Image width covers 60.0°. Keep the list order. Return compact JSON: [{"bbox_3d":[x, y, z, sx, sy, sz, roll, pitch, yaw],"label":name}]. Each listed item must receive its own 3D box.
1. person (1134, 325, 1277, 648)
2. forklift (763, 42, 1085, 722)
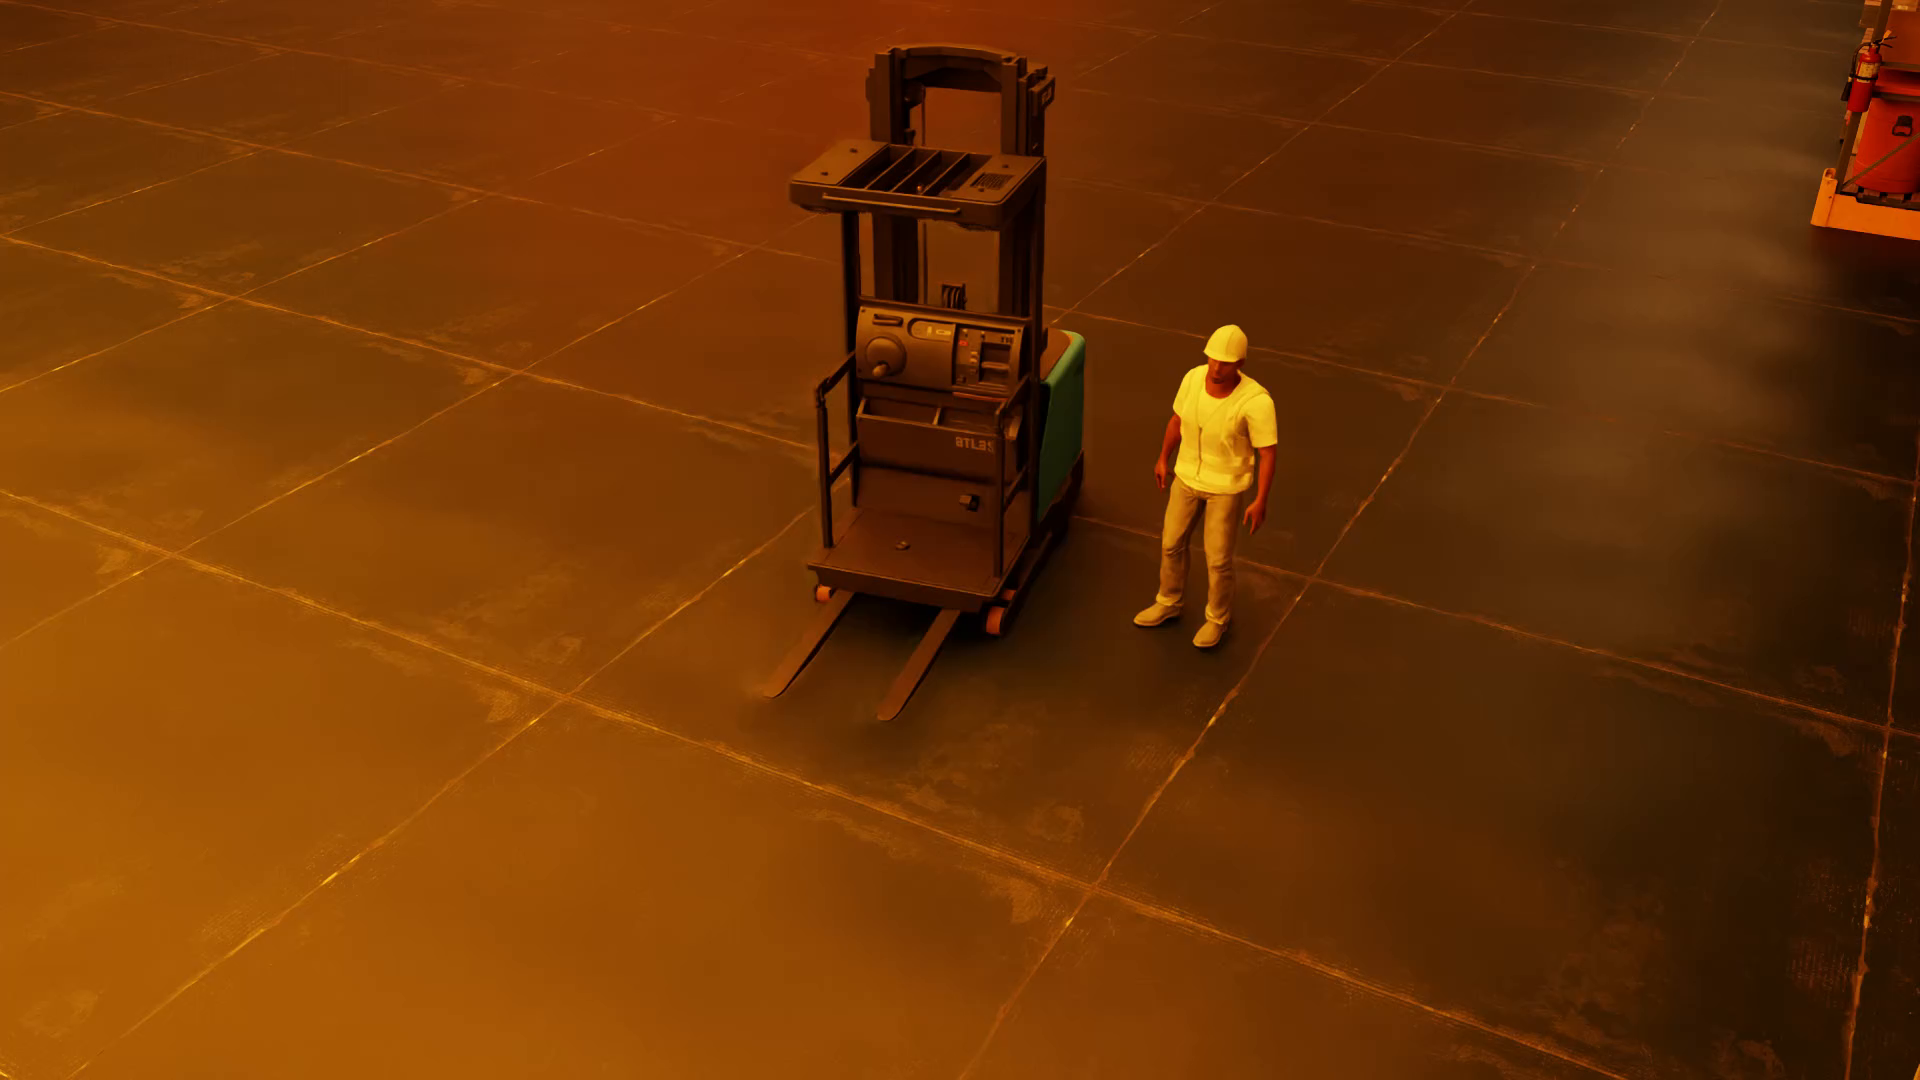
[{"bbox_3d":[1.301,-0.289,8.742,0.708,1.764,0.478,24,38,35],"label":"person"},{"bbox_3d":[-0.180,-0.970,8.752,1.130,2.935,3.031,9,31,16],"label":"forklift"}]
